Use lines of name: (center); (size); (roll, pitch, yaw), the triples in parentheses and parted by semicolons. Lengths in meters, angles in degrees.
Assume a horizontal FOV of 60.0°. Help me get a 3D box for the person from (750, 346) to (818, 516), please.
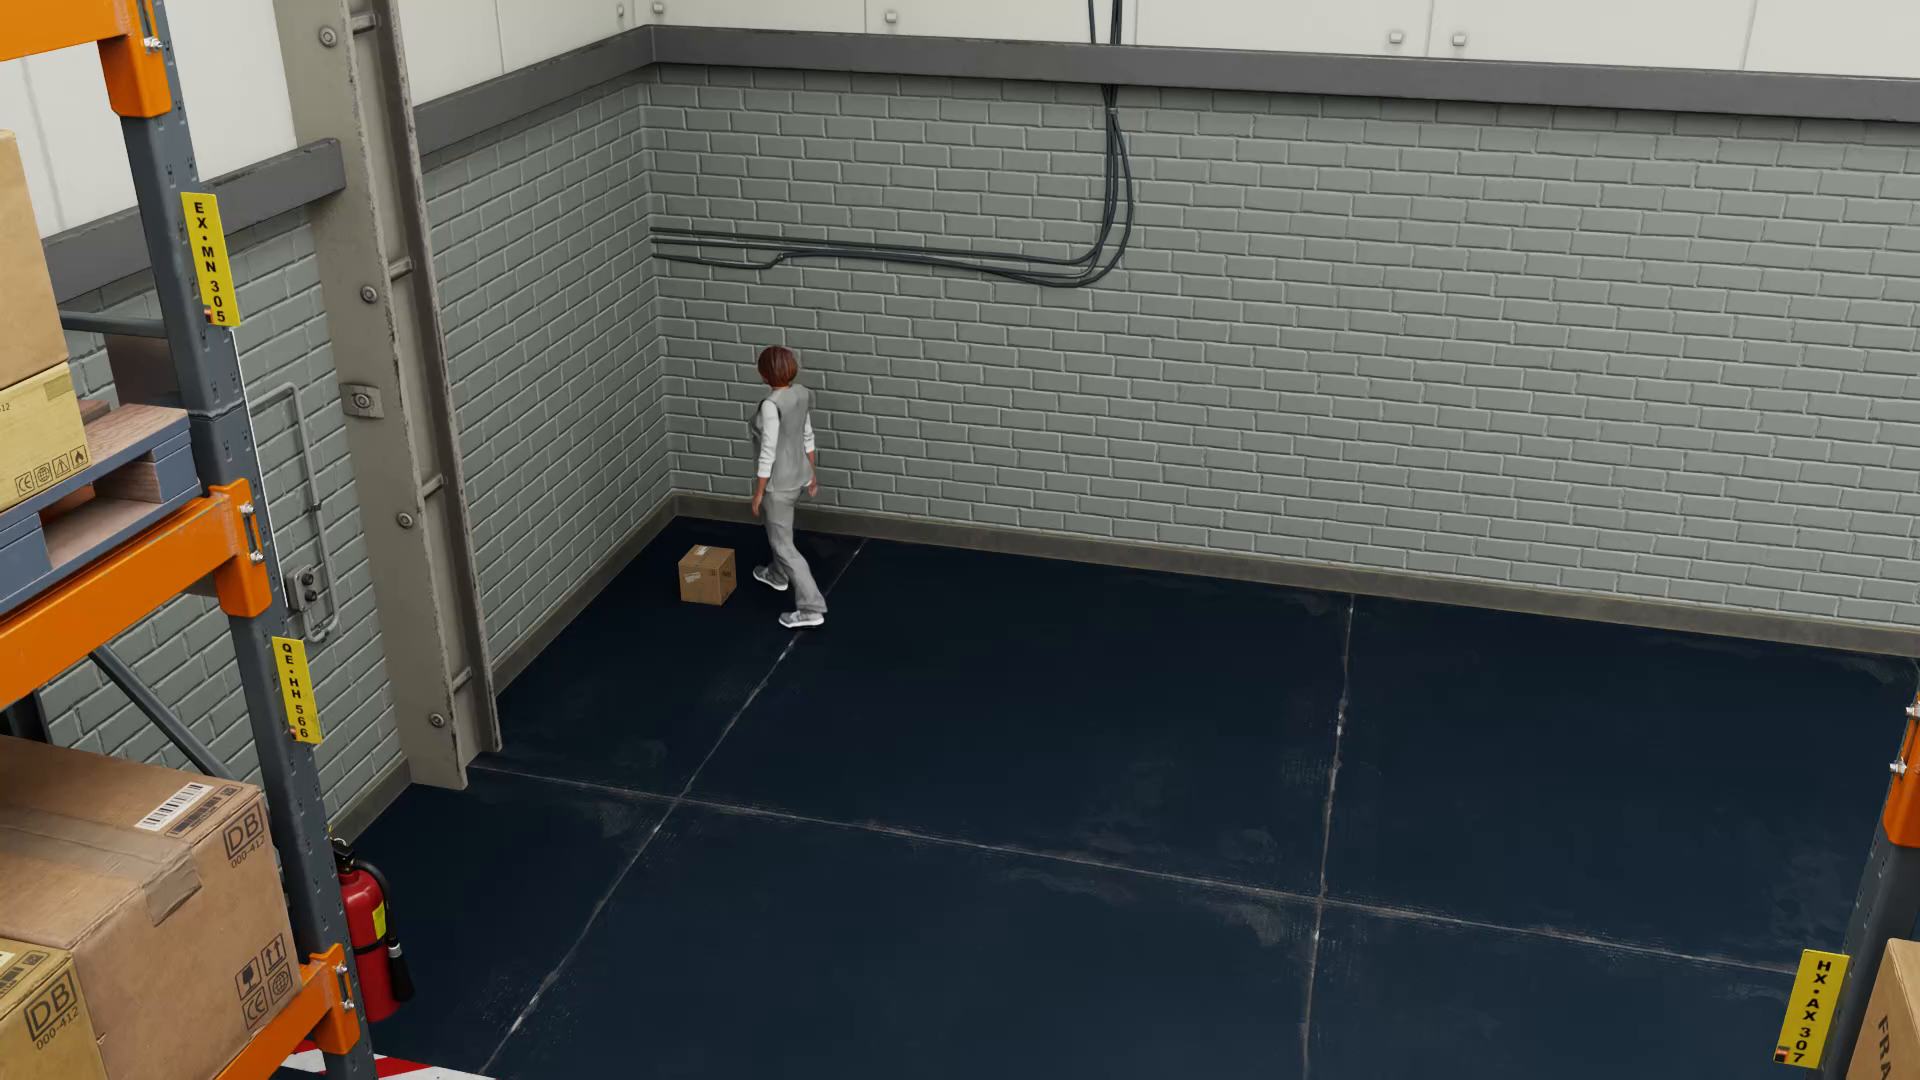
person: (-0.998, -0.607, 9.159); (0.281, 0.938, 0.484); (12, 28, 23)
